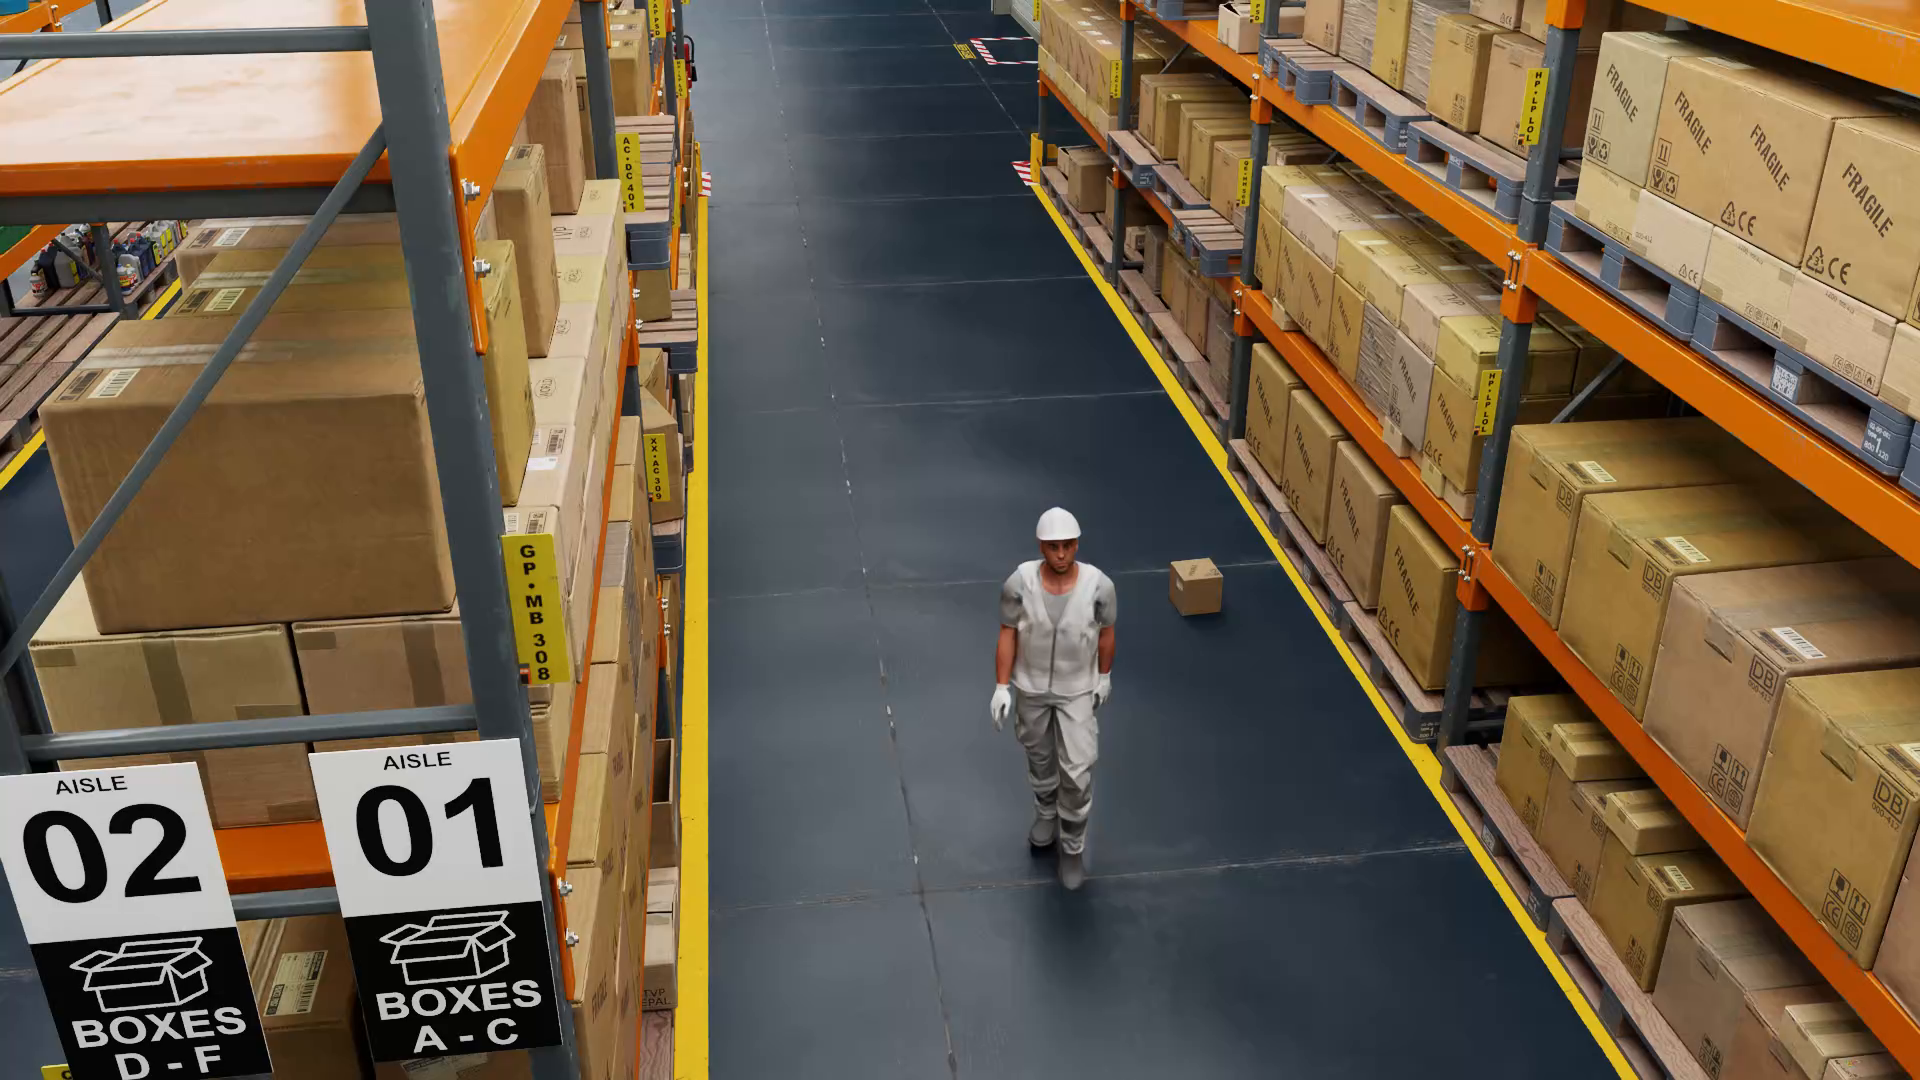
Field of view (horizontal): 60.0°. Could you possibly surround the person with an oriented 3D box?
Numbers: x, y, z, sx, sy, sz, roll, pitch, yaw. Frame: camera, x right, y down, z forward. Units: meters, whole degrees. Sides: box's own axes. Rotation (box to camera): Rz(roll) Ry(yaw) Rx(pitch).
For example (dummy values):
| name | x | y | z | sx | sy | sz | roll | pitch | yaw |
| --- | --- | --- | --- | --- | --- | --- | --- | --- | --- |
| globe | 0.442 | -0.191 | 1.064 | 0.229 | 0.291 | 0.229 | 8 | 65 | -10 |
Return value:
| name | x | y | z | sx | sy | sz | roll | pitch | yaw |
| --- | --- | --- | --- | --- | --- | --- | --- | --- | --- |
| person | 0.423 | 0.726 | 7.662 | 0.538 | 1.841 | 0.528 | 5 | 27 | 9 |
